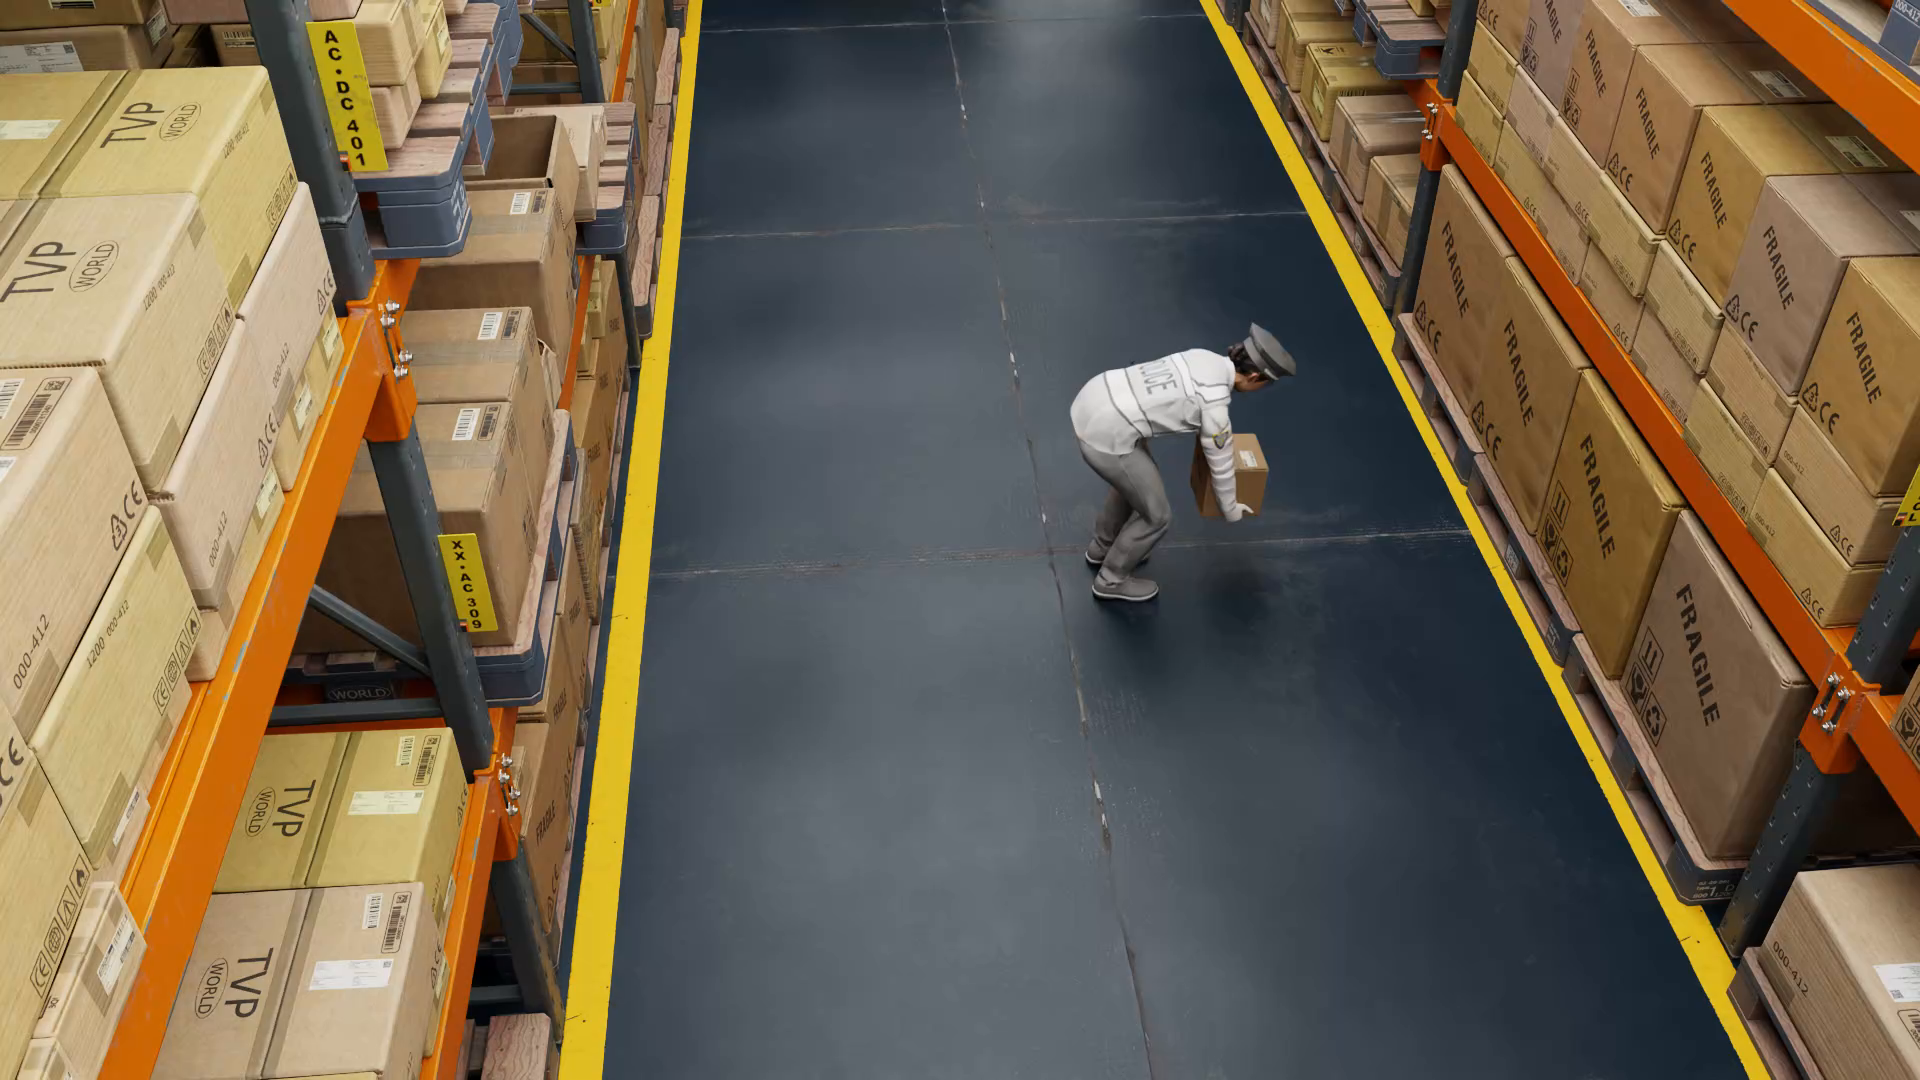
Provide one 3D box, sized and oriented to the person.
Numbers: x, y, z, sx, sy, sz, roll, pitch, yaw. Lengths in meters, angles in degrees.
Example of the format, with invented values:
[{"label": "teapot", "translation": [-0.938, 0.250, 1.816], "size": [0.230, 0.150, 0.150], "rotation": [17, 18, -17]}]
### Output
[{"label": "person", "translation": [0.902, -0.325, 6.908], "size": [0.903, 1.215, 0.428], "rotation": [-4, 40, -5]}]
